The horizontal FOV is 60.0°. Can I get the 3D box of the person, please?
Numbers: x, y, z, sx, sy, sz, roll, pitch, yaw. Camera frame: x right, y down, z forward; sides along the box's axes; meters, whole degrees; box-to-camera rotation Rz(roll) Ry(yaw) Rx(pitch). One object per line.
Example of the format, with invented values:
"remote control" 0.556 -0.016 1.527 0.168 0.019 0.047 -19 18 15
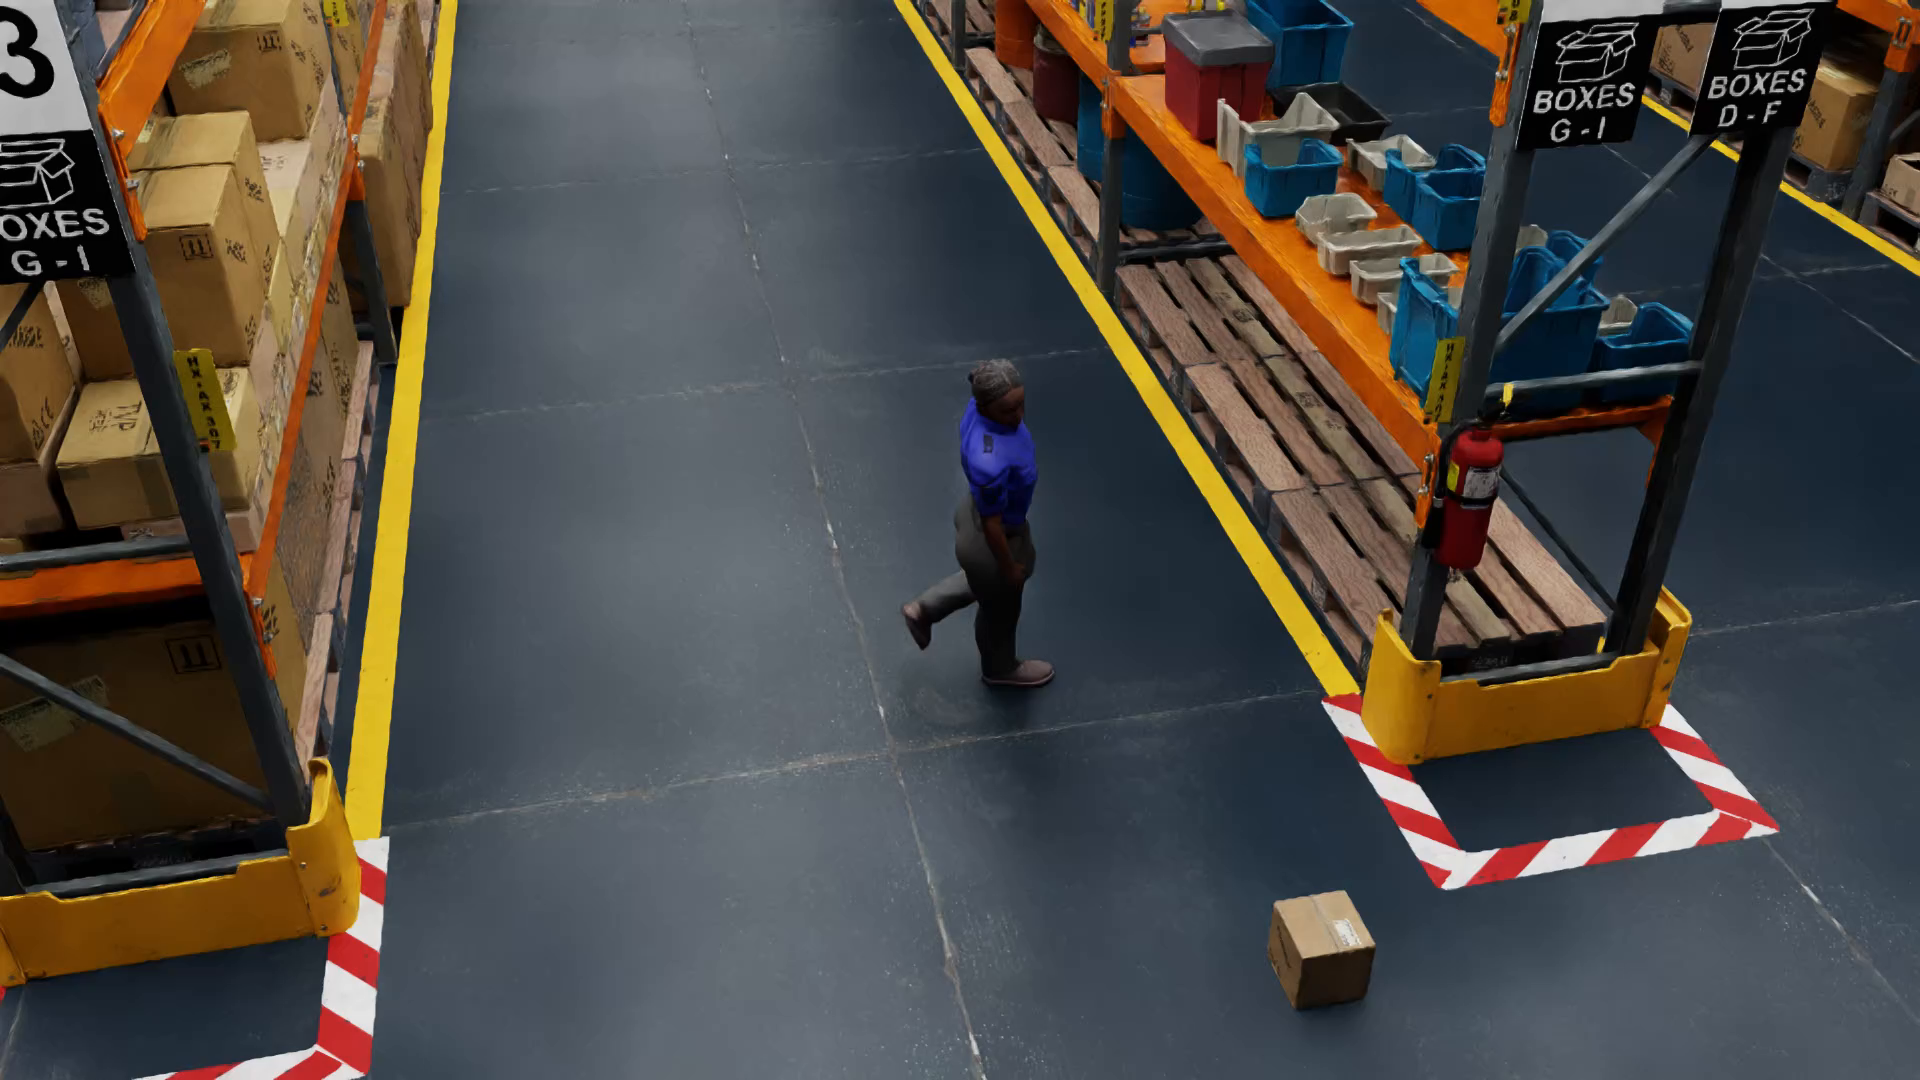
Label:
"person" 0.084 -0.021 6.186 0.614 1.614 0.563 -2 35 -2
